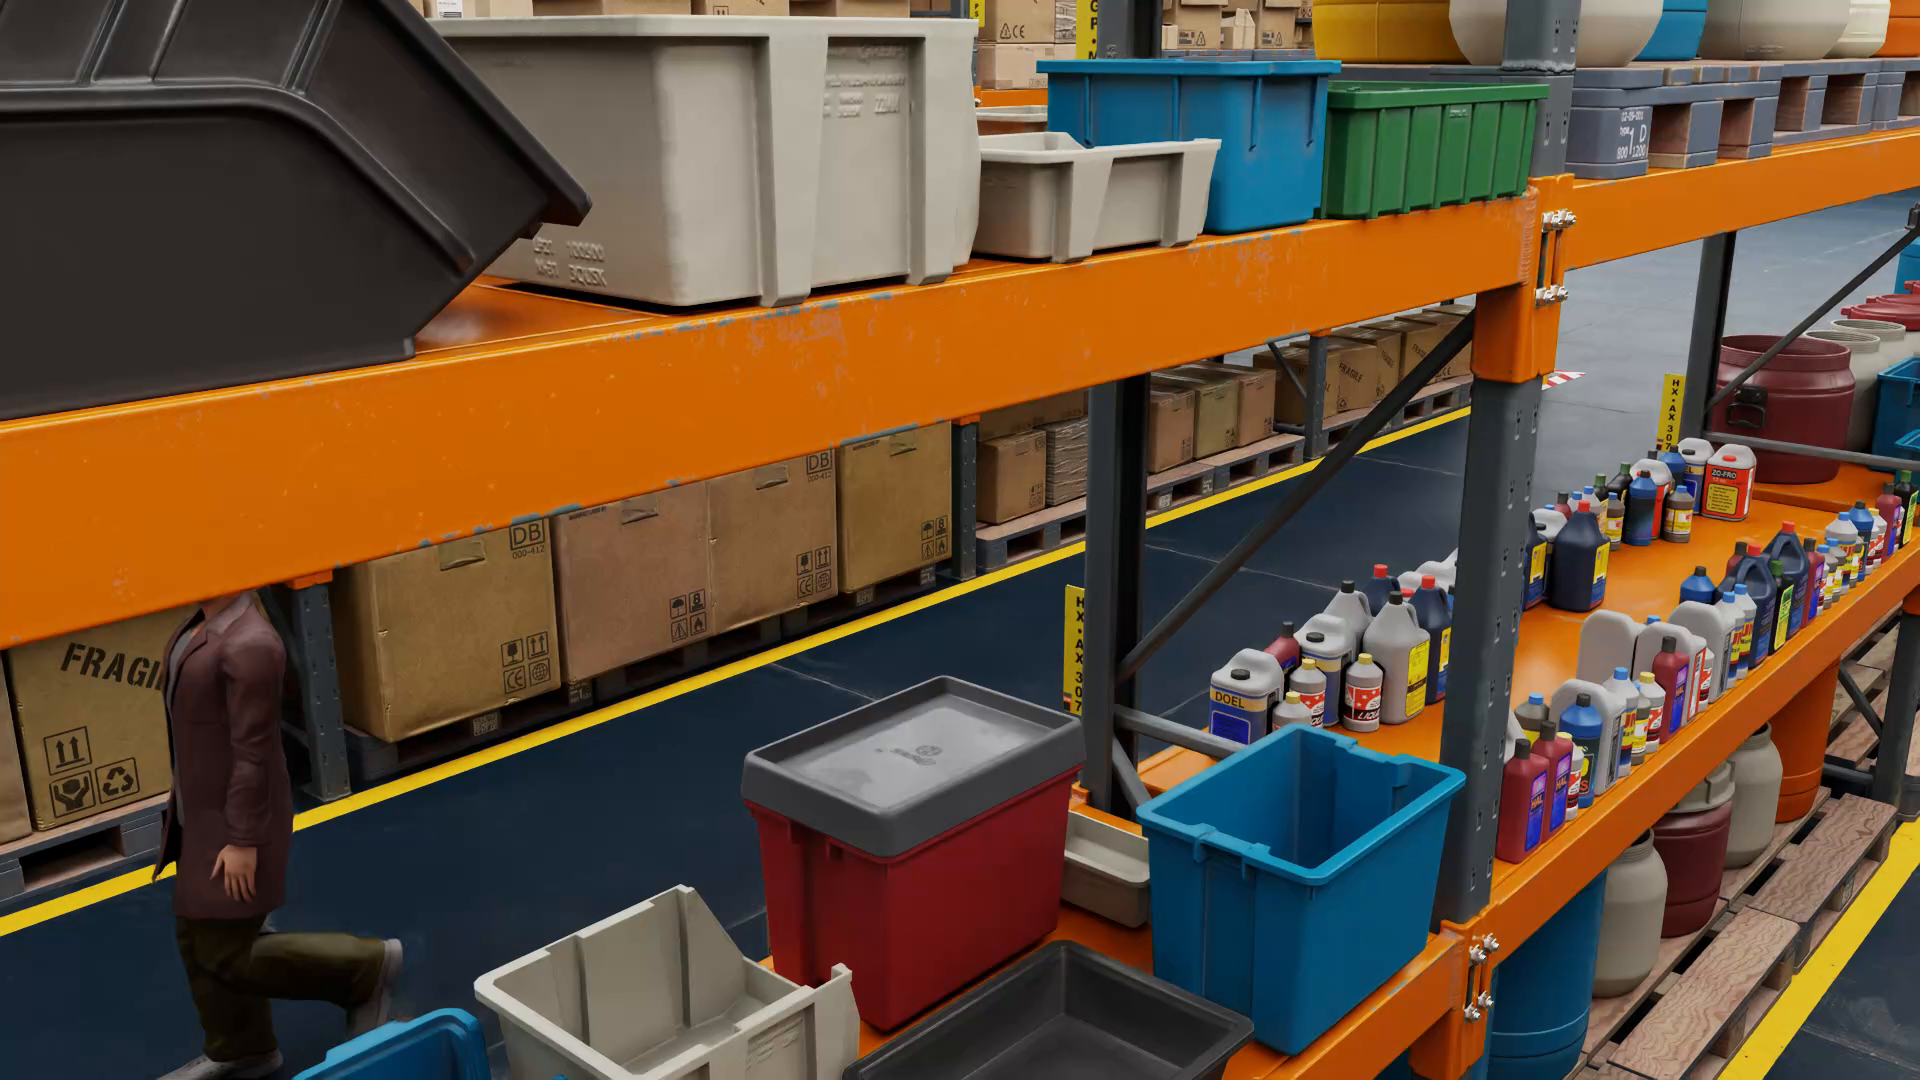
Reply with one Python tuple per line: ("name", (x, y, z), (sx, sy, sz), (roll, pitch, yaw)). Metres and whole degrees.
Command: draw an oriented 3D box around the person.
("person", (-2.071, 0.789, 4.846), (0.724, 1.761, 0.588), (-12, 21, -36))
